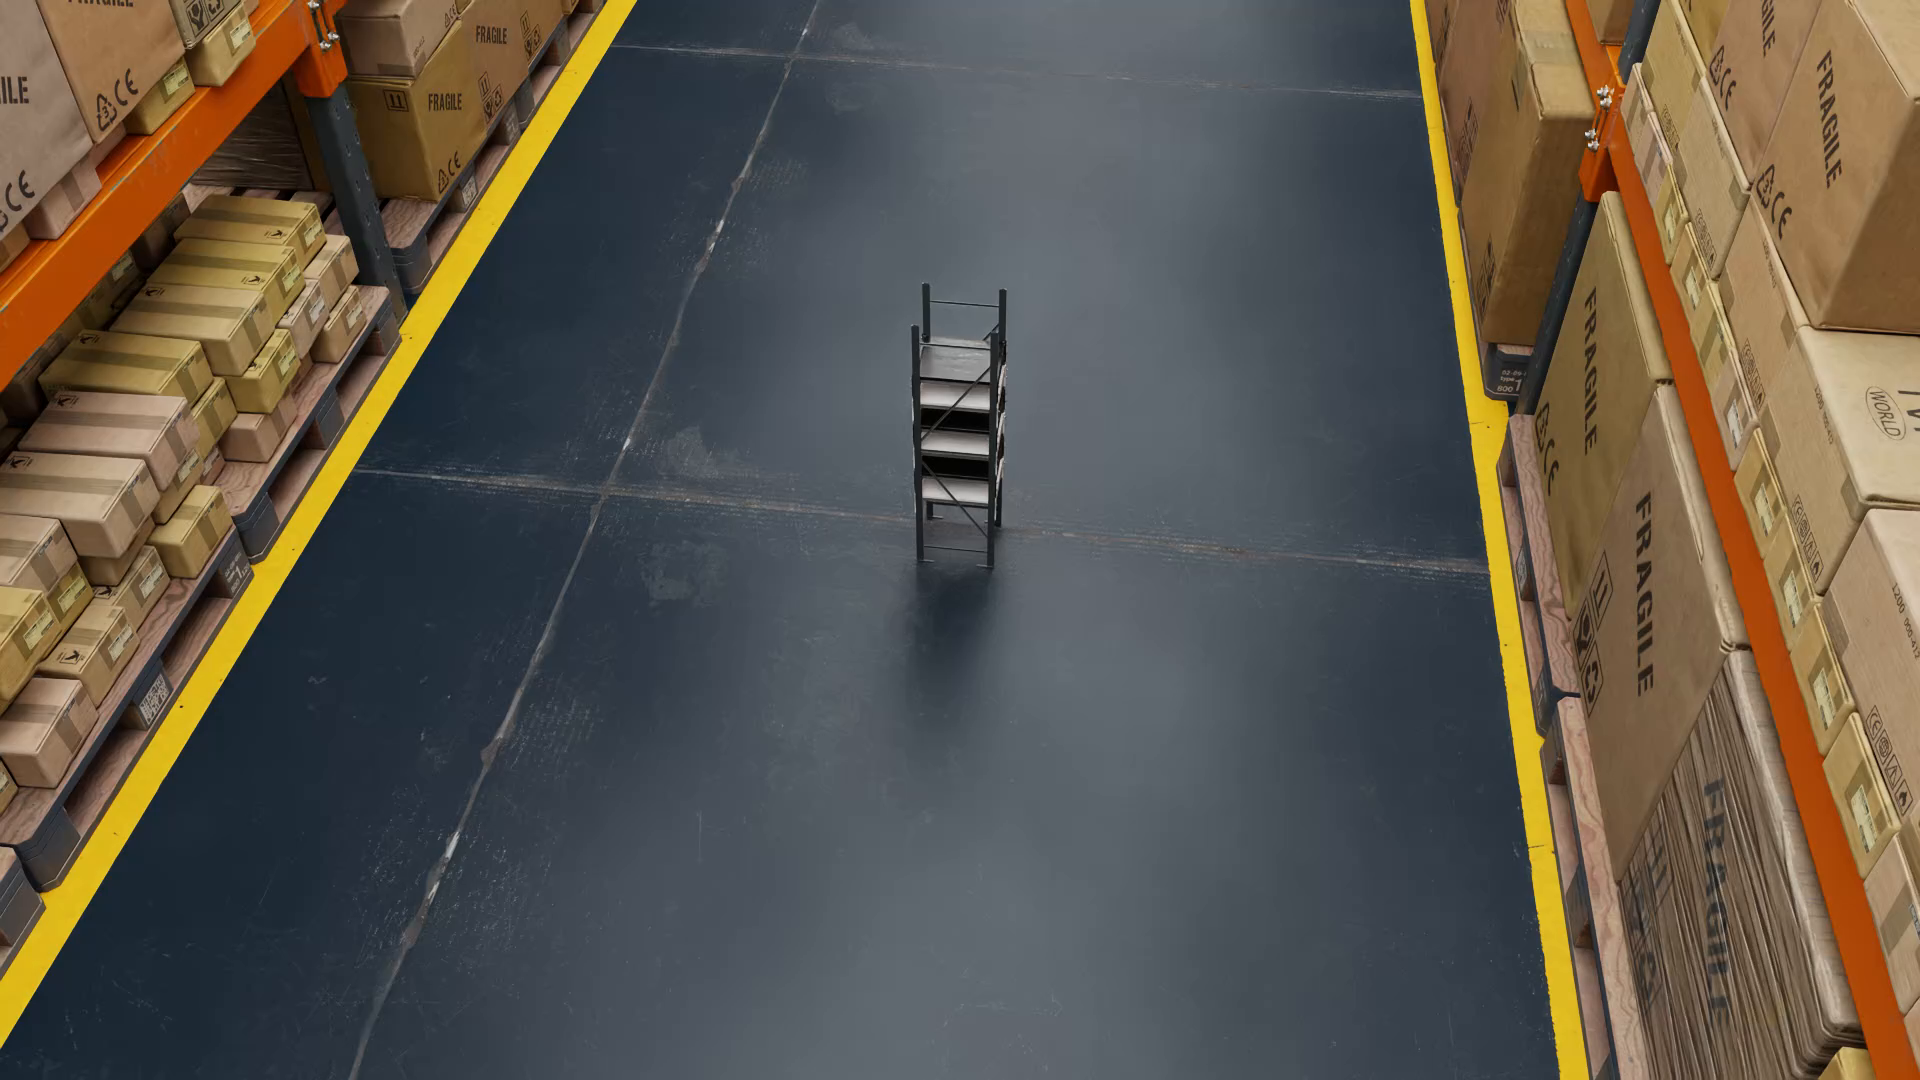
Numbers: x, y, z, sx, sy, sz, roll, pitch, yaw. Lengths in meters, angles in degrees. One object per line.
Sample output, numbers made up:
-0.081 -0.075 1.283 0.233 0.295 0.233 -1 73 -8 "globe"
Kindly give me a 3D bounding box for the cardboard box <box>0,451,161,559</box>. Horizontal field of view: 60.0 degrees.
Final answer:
-2.423 -0.097 4.506 0.380 0.149 0.250 4 44 4 "cardboard box"

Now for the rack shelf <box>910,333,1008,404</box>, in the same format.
-0.001 -0.493 4.772 0.258 0.077 0.200 5 44 6 "rack shelf"

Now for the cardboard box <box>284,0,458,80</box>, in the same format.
-2.174 -1.922 6.065 0.500 0.250 0.500 3 44 4 "cardboard box"

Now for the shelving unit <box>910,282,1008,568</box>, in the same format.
-0.001 -0.321 4.935 0.258 0.900 0.210 5 44 6 "shelving unit"

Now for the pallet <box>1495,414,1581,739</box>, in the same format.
2.191 0.118 4.972 1.003 0.211 1.213 5 44 6 "pallet"

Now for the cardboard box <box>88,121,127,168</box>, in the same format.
-2.462 -1.087 4.399 0.380 0.149 0.250 4 44 4 "cardboard box"

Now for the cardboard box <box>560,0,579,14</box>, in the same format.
-1.959 -2.709 7.442 0.500 0.500 0.500 3 44 4 "cardboard box"

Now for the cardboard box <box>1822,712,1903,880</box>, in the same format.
1.694 0.443 2.783 0.380 0.149 0.250 4 44 5 "cardboard box"

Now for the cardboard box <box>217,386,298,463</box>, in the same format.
-2.336 -0.389 5.247 0.380 0.149 0.250 4 44 4 "cardboard box"

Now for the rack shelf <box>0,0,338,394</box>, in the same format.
-2.798 -0.301 3.909 1.077 0.370 4.000 5 44 6 "rack shelf"

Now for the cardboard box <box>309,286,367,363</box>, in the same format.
-2.248 -0.744 5.623 0.380 0.149 0.250 6 44 6 "cardboard box"

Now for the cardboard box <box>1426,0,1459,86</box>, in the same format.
2.661 -2.437 6.882 1.225 0.875 0.875 5 44 6 "cardboard box"

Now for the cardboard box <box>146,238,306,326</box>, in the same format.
-2.318 -0.815 5.264 0.380 0.149 0.250 6 44 6 "cardboard box"

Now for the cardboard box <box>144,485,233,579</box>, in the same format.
-2.385 -0.039 4.878 0.380 0.149 0.250 5 44 5 "cardboard box"

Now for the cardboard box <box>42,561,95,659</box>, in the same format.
-2.580 0.159 4.452 0.380 0.149 0.250 7 44 7 "cardboard box"

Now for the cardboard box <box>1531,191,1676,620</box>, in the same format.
2.202 -0.344 4.672 0.875 0.875 0.875 5 44 6 "cardboard box"

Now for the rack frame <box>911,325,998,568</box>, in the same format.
-0.015 -0.252 4.862 0.240 0.900 0.006 5 44 6 "rack frame"

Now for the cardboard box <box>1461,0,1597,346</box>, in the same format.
2.434 -1.225 5.601 1.225 0.875 0.875 5 44 6 "cardboard box"

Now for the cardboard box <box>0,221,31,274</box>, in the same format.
-2.512 -0.726 4.018 0.380 0.149 0.250 5 44 5 "cardboard box"

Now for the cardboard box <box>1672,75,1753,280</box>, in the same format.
1.977 -0.824 3.832 0.500 0.250 0.500 5 44 5 "cardboard box"

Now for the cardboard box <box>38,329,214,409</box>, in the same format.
-2.455 -0.475 4.905 0.380 0.149 0.250 7 44 7 "cardboard box"

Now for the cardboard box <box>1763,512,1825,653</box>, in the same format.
1.763 0.097 3.148 0.380 0.149 0.250 6 44 6 "cardboard box"

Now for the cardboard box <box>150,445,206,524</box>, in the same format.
-2.447 -0.200 4.831 0.380 0.149 0.250 6 44 7 "cardboard box"

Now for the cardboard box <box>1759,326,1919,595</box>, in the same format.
1.841 -0.135 3.104 0.500 0.250 0.500 5 44 6 "cardboard box"

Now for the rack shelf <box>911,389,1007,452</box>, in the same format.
-0.001 -0.362 4.896 0.258 0.077 0.200 5 44 6 "rack shelf"

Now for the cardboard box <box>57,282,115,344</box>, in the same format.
-2.865 -0.683 5.126 0.380 0.149 0.250 5 44 5 "cardboard box"

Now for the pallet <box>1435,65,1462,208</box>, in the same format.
2.555 -1.760 6.955 1.003 0.211 1.213 5 44 6 "pallet"

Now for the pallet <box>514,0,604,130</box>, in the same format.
-2.274 -2.277 7.502 1.003 0.211 1.213 5 44 6 "pallet"

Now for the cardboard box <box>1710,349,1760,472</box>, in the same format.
1.829 -0.260 3.525 0.380 0.149 0.250 6 44 6 "cardboard box"

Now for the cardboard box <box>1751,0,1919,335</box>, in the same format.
1.915 -0.738 3.195 0.500 0.500 0.500 4 44 4 "cardboard box"

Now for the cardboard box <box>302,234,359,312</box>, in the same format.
-2.261 -0.907 5.578 0.380 0.149 0.250 6 44 6 "cardboard box"

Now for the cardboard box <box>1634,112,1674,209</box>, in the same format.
1.966 -0.964 4.269 0.380 0.149 0.250 4 44 4 "cardboard box"

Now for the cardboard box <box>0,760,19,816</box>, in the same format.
-2.615 0.653 4.147 0.380 0.149 0.250 5 44 6 "cardboard box"

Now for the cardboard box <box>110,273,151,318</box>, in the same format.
-2.844 -0.752 5.414 0.380 0.149 0.250 6 44 6 "cardboard box"

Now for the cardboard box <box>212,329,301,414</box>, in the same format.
-2.302 -0.537 5.187 0.380 0.149 0.250 4 44 4 "cardboard box"

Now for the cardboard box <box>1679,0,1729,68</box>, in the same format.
2.052 -1.428 3.924 0.500 0.500 0.500 5 44 6 "cardboard box"

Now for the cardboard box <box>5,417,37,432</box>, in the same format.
-2.879 -0.399 5.041 0.380 0.149 0.250 3 44 3 "cardboard box"

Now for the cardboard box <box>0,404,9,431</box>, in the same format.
-2.991 -0.338 4.760 0.380 0.149 0.250 6 44 6 "cardboard box"

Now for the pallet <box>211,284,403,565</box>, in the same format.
-2.588 -0.452 5.574 1.003 0.211 1.213 5 44 6 "pallet"

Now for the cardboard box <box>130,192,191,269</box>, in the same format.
-2.785 -1.043 5.505 0.380 0.149 0.250 7 44 7 "cardboard box"

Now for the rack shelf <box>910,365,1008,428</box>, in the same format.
-0.001 -0.428 4.834 0.258 0.077 0.200 5 44 6 "rack shelf"

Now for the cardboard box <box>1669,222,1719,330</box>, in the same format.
1.898 -0.605 3.890 0.380 0.149 0.250 4 44 4 "cardboard box"

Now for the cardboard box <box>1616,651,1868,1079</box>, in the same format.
1.966 0.876 3.383 0.875 0.875 0.875 5 44 6 "cardboard box"

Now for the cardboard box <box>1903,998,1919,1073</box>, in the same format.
1.628 0.790 2.417 0.380 0.149 0.250 5 44 6 "cardboard box"

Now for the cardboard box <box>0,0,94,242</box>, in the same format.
-2.455 -1.022 3.858 0.500 0.500 0.500 5 44 5 "cardboard box"

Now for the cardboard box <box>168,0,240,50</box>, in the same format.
-2.318 -1.714 4.590 0.500 0.500 0.500 5 44 6 "cardboard box"

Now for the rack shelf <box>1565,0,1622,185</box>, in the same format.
2.633 -2.507 6.240 1.077 0.370 4.000 5 44 6 "rack shelf"

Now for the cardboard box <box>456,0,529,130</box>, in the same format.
-2.105 -2.010 6.704 0.500 0.500 0.500 7 44 7 "cardboard box"

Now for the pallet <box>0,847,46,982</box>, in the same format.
-2.910 1.211 3.817 1.003 0.211 1.213 5 44 6 "pallet"

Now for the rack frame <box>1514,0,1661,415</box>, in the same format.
2.369 -1.406 4.553 1.000 3.000 0.127 5 44 6 "rack frame"

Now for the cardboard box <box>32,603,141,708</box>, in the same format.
-2.485 0.300 4.519 0.380 0.149 0.250 5 44 6 "cardboard box"

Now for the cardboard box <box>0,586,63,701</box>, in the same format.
-2.502 0.243 4.148 0.380 0.149 0.250 6 44 6 "cardboard box"

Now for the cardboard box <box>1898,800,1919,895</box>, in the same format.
1.709 0.567 2.362 0.500 0.250 0.500 5 44 5 "cardboard box"

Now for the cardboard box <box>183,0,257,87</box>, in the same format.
-2.266 -1.433 4.764 0.380 0.149 0.250 4 44 4 "cardboard box"
